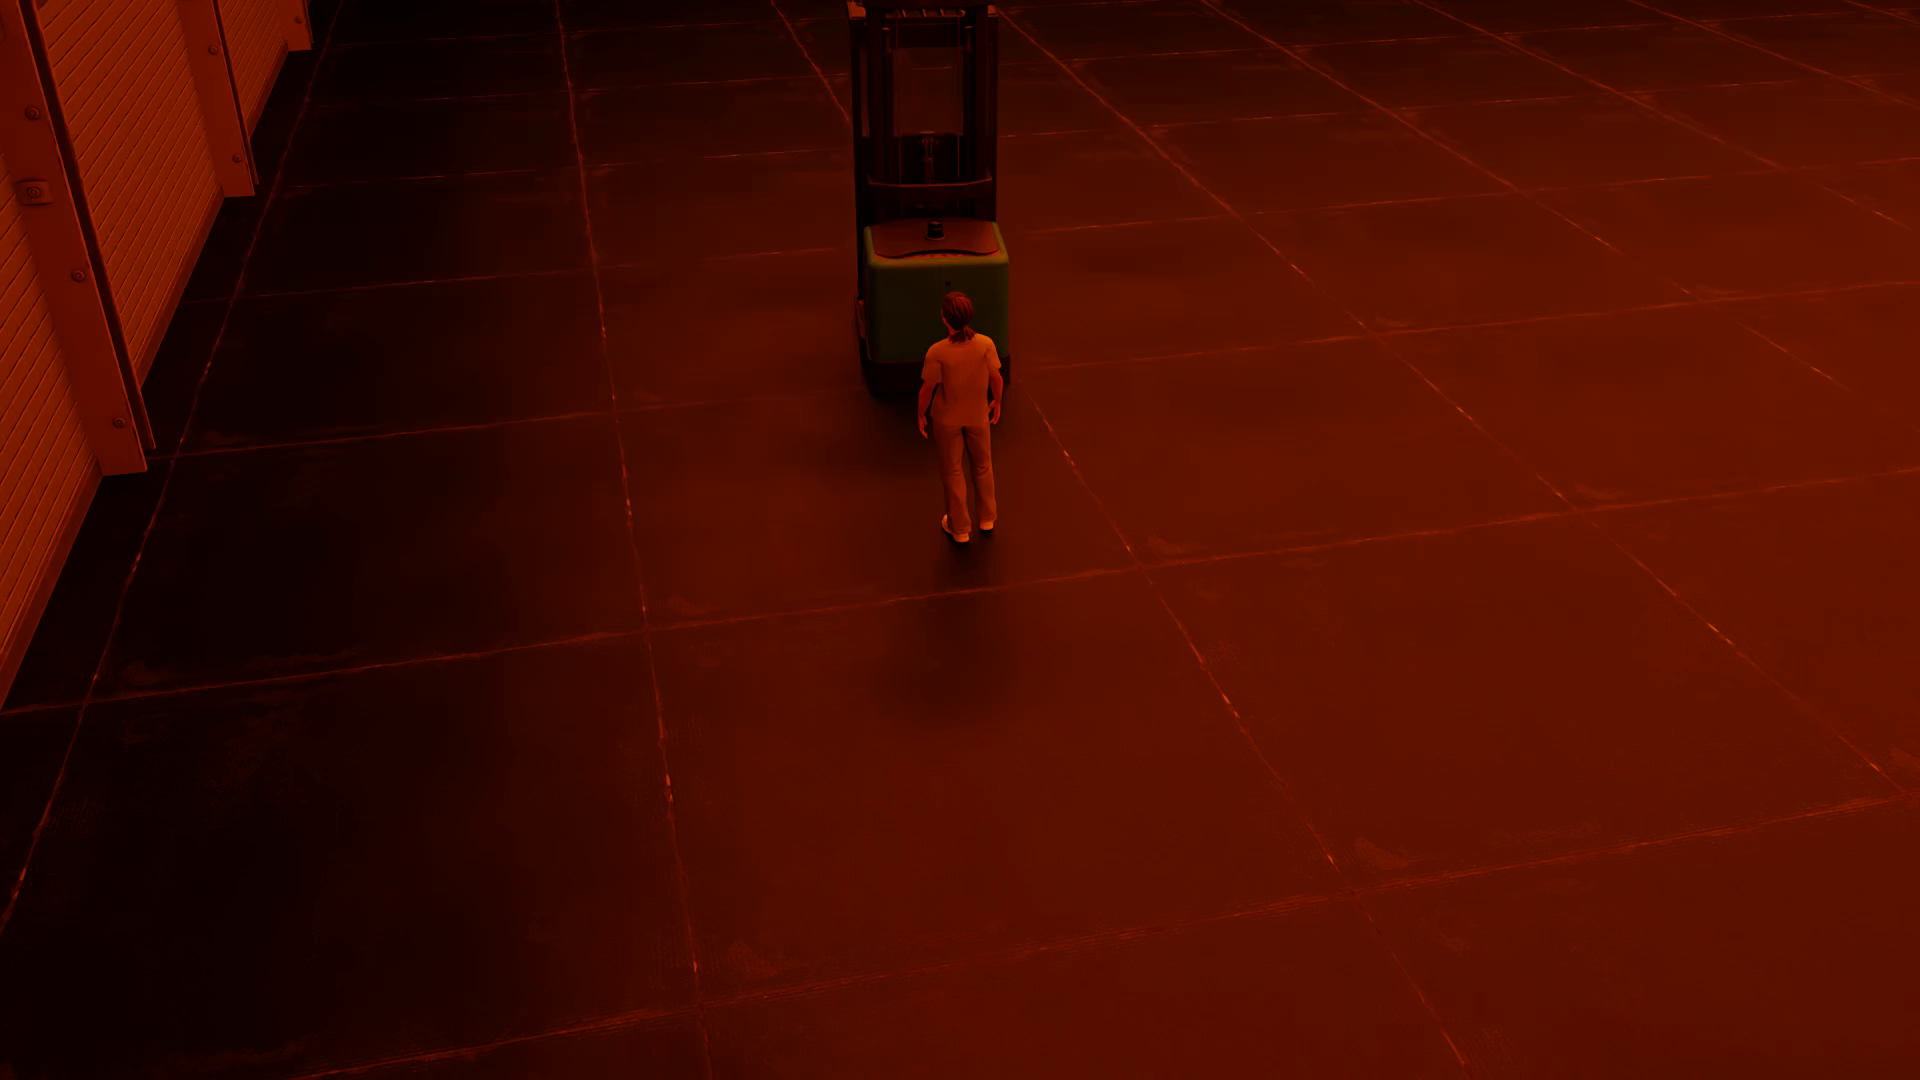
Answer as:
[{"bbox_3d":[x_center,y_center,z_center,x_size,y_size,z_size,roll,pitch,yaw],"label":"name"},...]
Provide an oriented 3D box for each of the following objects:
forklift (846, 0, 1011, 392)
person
[{"bbox_3d":[-0.289,-3.068,12.873,1.130,2.935,3.031,-3,30,-5],"label":"forklift"},{"bbox_3d":[-0.004,-0.769,10.142,0.549,1.673,0.548,-7,31,-12],"label":"person"}]
